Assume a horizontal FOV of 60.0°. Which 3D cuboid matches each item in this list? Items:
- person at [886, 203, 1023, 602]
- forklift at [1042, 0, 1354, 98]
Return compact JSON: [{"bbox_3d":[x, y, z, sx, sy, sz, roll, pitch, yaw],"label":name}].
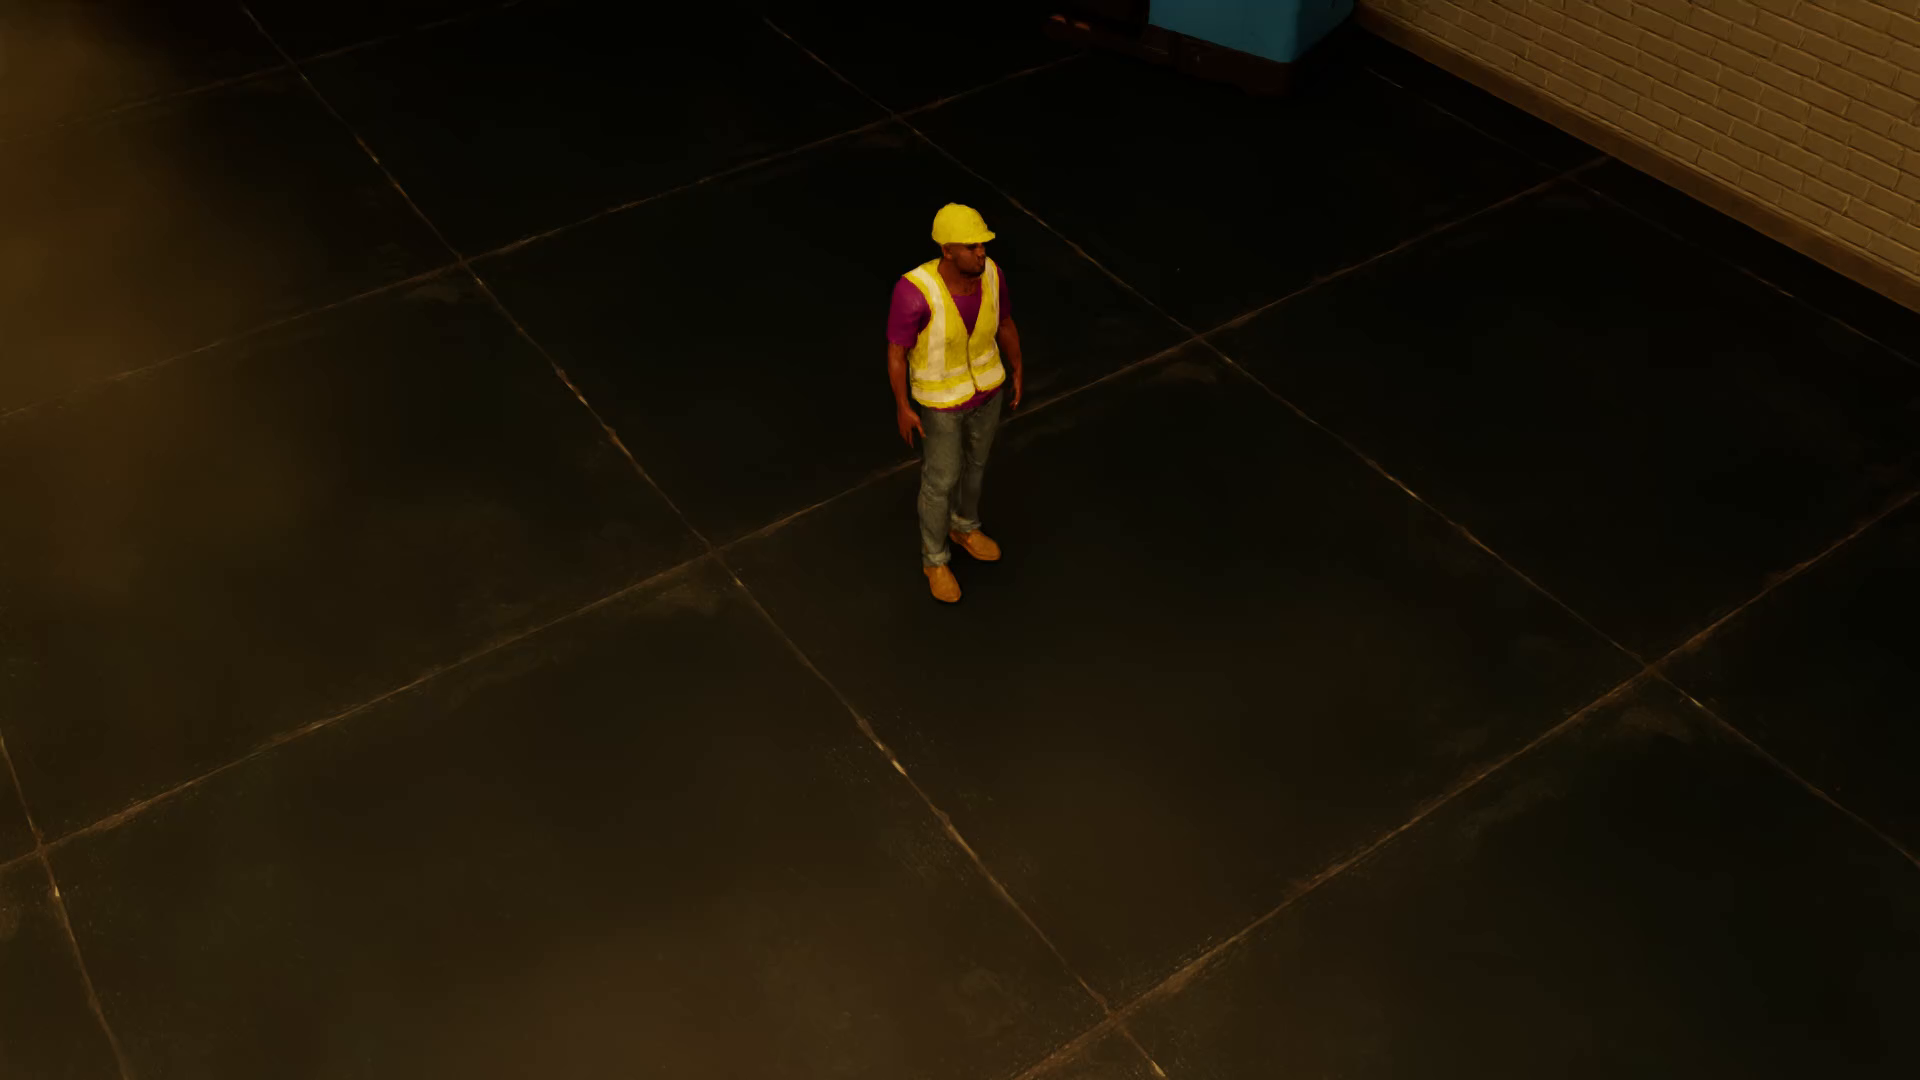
[{"bbox_3d":[0.035,-0.614,7.231,0.665,1.766,0.576,-25,48,-25],"label":"person"},{"bbox_3d":[1.190,-4.785,10.908,3.031,2.935,1.130,25,48,25],"label":"forklift"}]
